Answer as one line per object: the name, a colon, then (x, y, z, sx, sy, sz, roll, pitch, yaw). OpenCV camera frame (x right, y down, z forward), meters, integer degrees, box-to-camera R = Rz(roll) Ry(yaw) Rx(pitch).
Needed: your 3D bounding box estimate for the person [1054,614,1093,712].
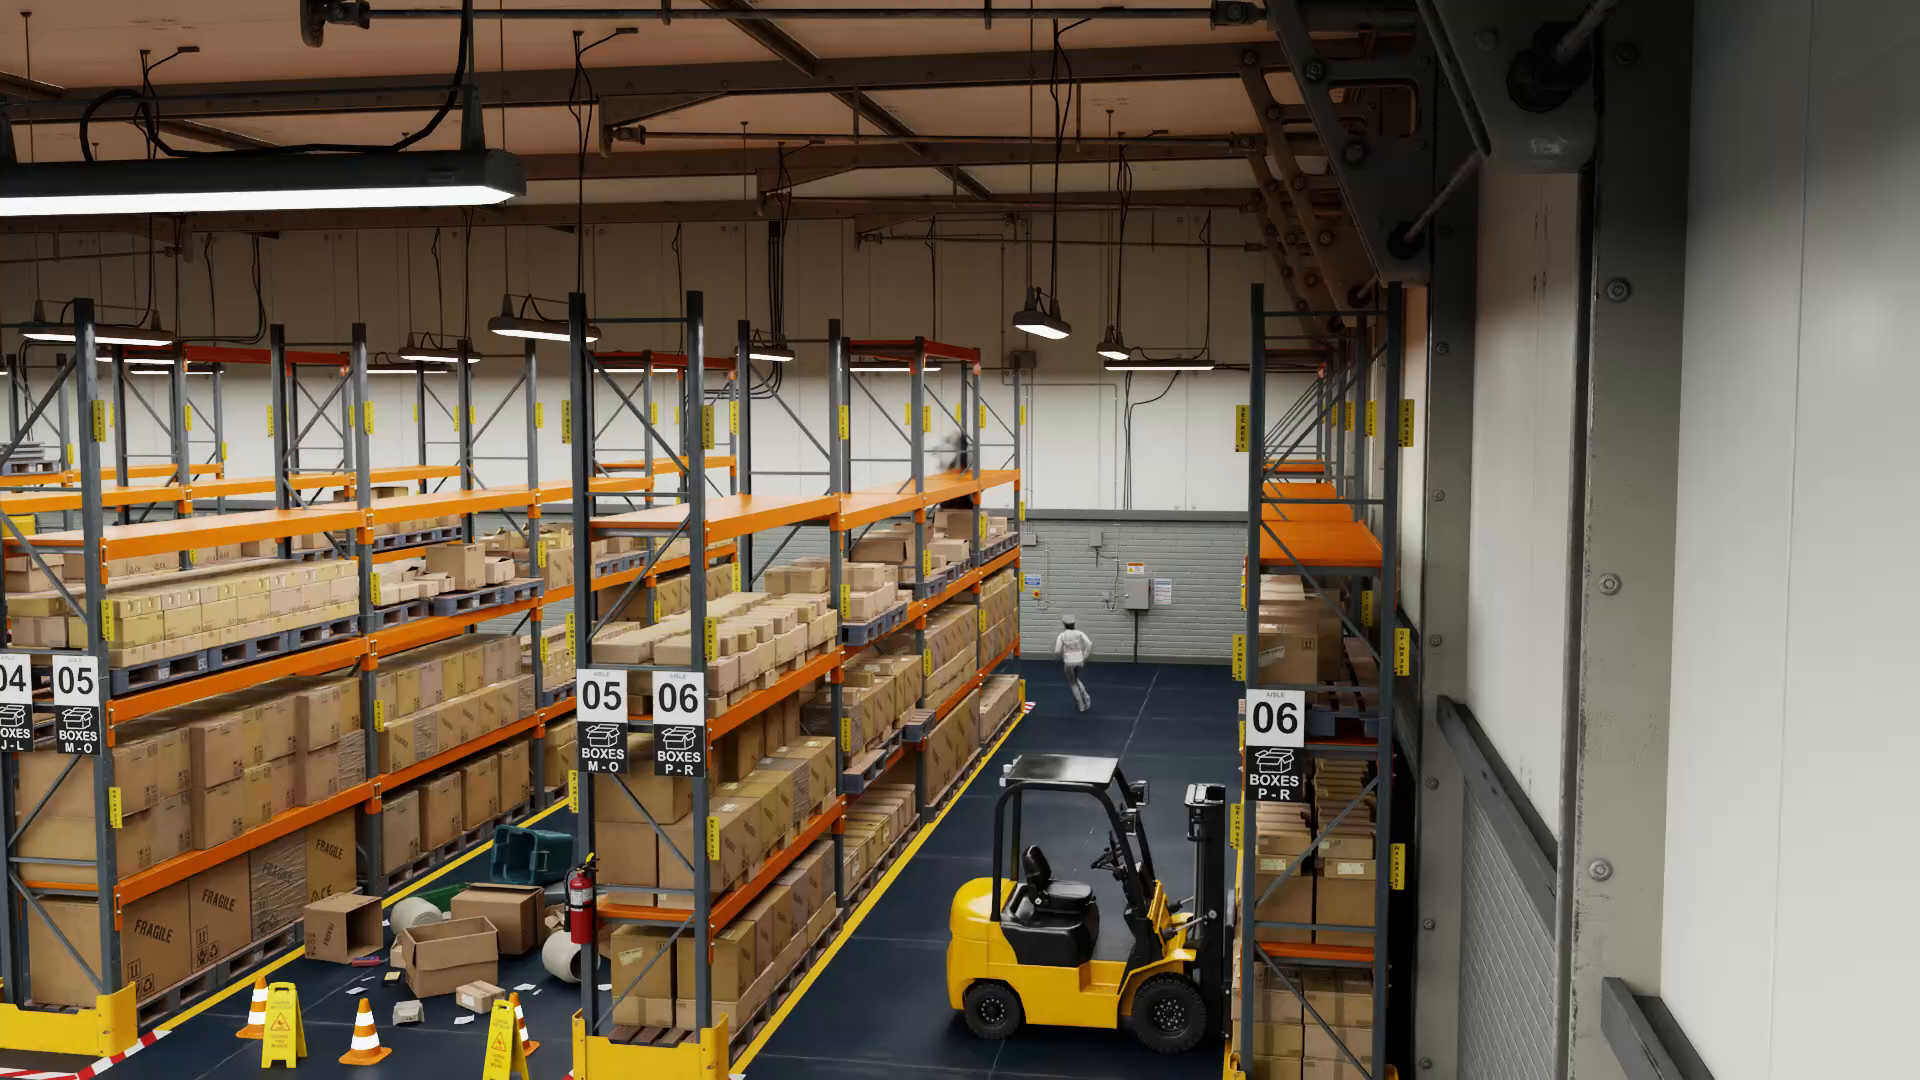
person: (1.889, 2.087, 28.167, 0.607, 1.664, 0.520, -2, 5, -21)
